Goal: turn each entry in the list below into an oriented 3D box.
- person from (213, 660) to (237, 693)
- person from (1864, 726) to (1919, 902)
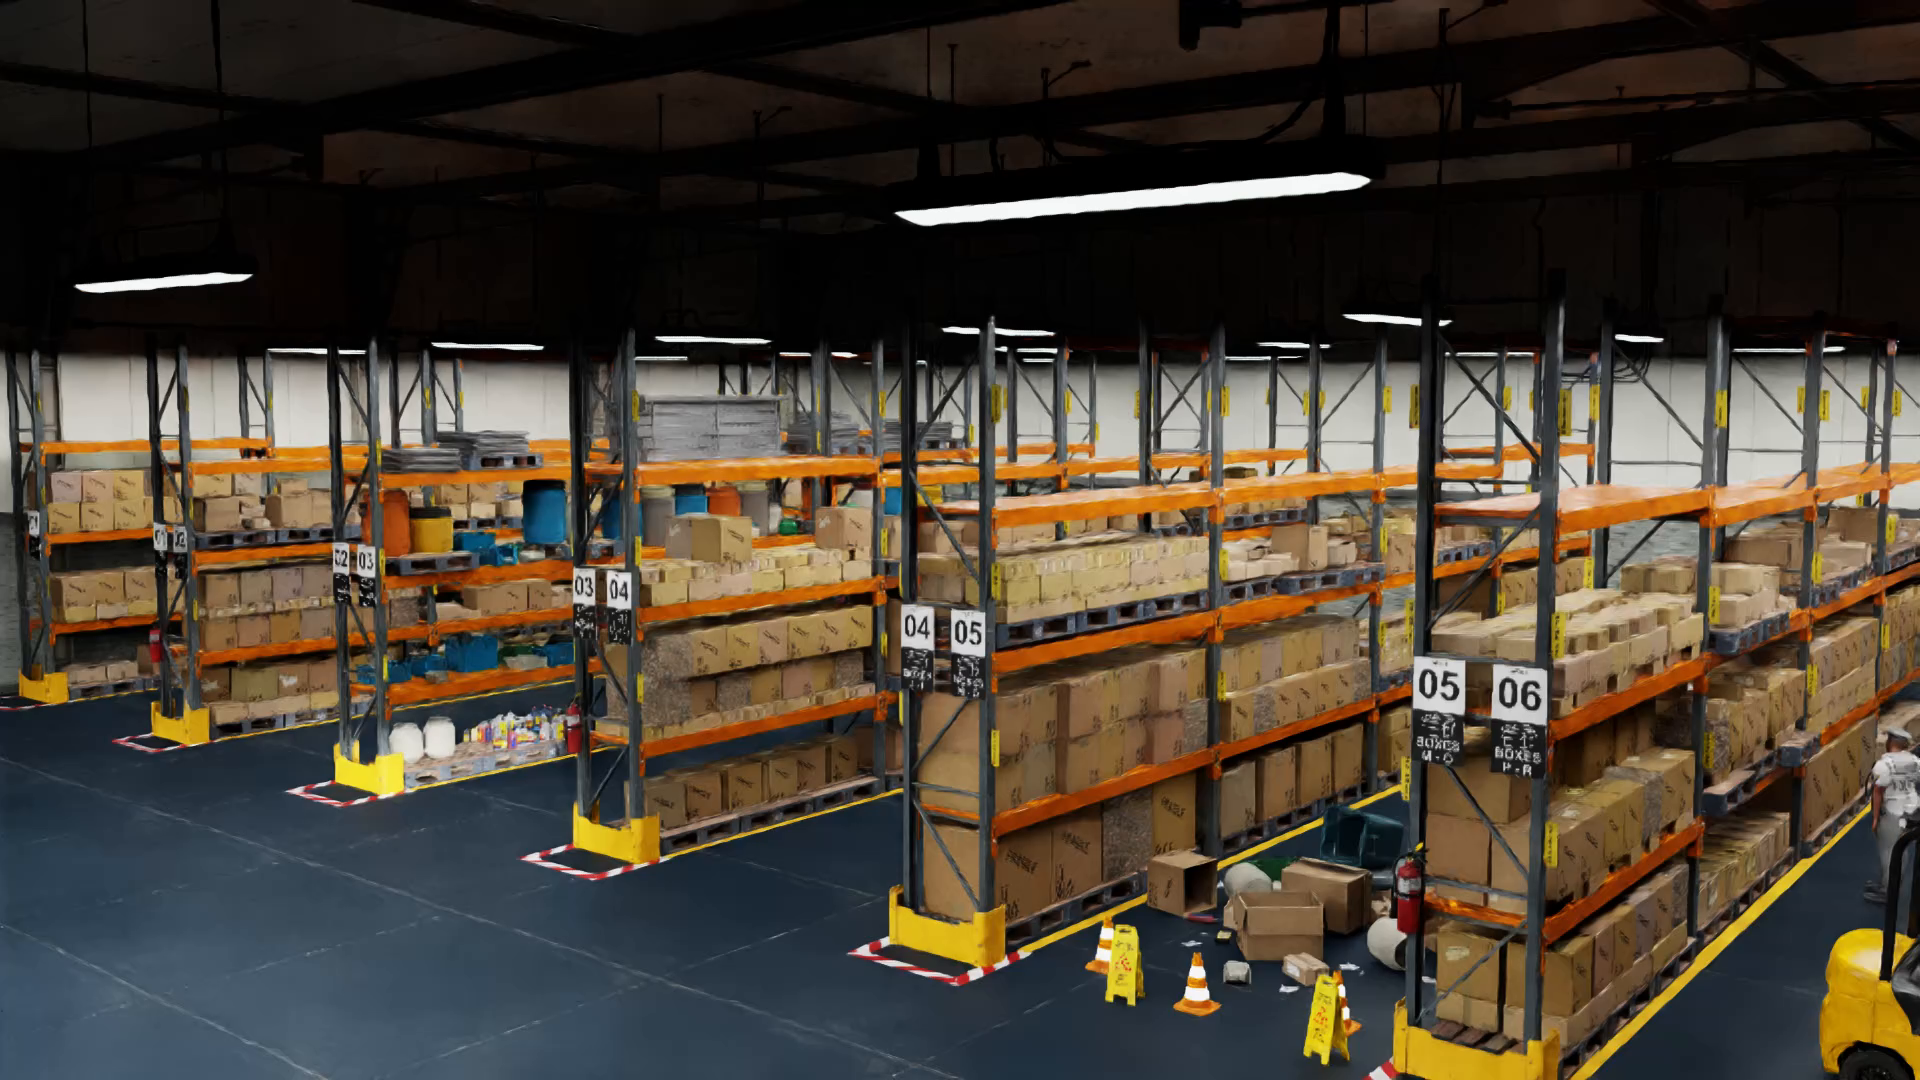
[{"bbox_3d":[-12.179,1.772,27.632,0.520,1.790,0.656,1,5,9],"label":"person"},{"bbox_3d":[9.425,2.762,16.873,0.588,1.759,0.504,-2,5,-20],"label":"person"}]
